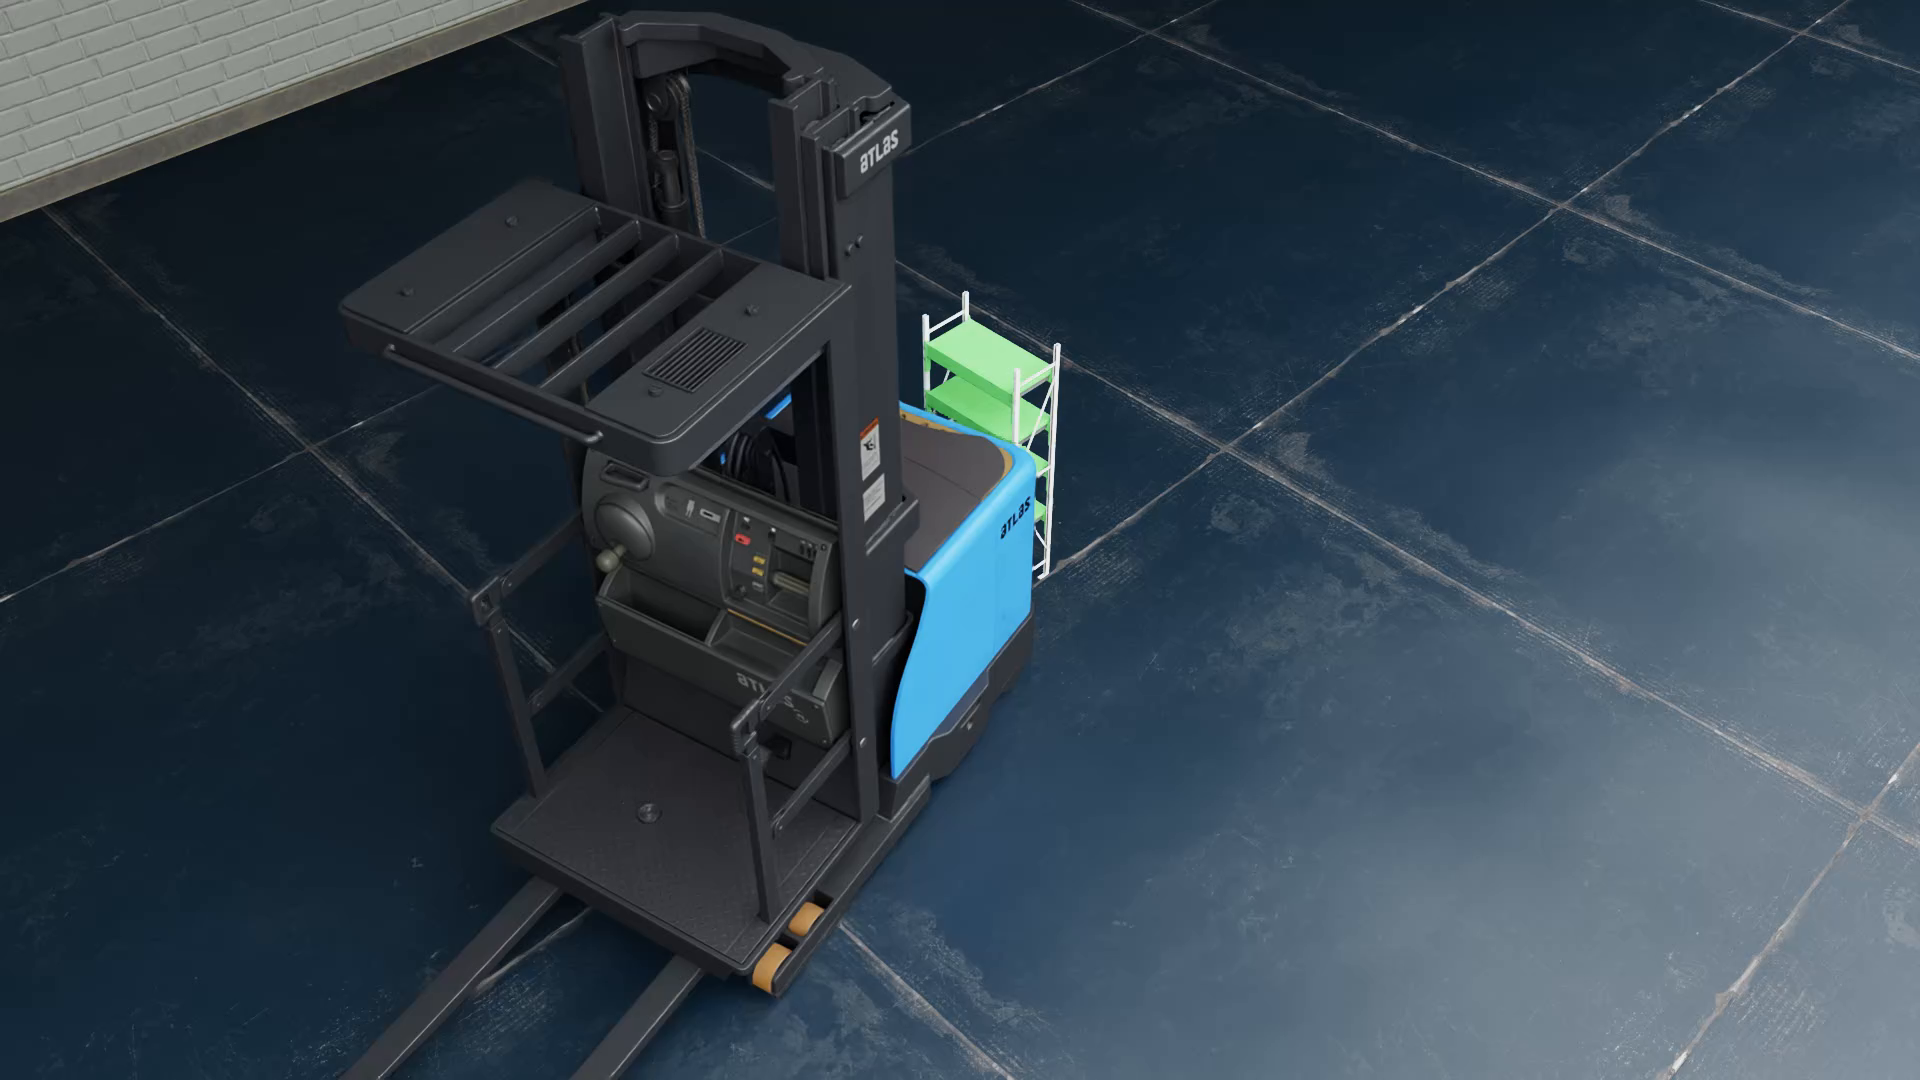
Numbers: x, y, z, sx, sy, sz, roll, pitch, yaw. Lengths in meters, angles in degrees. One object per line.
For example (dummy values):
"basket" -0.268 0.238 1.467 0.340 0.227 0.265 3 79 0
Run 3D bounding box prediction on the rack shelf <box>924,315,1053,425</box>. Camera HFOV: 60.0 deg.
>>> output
"rack shelf" 0.117 -0.667 6.474 0.258 0.148 0.480 -34 53 -31

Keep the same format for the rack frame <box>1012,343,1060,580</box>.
"rack frame" 0.289 -0.244 6.630 0.240 1.200 0.015 -34 53 -31

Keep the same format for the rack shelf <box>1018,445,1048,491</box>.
"rack shelf" 0.117 -0.314 6.800 0.258 0.148 0.480 -34 53 -31

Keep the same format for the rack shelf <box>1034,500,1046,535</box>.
"rack shelf" 0.117 -0.138 6.963 0.258 0.148 0.480 -34 53 -31

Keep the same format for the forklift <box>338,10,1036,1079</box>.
"forklift" -0.900 0.083 5.000 1.130 2.935 3.031 22 47 22

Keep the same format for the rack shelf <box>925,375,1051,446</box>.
"rack shelf" 0.117 -0.490 6.637 0.258 0.148 0.480 -34 53 -31

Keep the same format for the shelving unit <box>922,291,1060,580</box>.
"shelving unit" 0.117 -0.361 6.757 0.258 1.200 0.503 -34 53 -31

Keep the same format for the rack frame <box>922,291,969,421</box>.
"rack frame" -0.055 -0.478 6.884 0.240 1.200 0.015 -34 53 -31
